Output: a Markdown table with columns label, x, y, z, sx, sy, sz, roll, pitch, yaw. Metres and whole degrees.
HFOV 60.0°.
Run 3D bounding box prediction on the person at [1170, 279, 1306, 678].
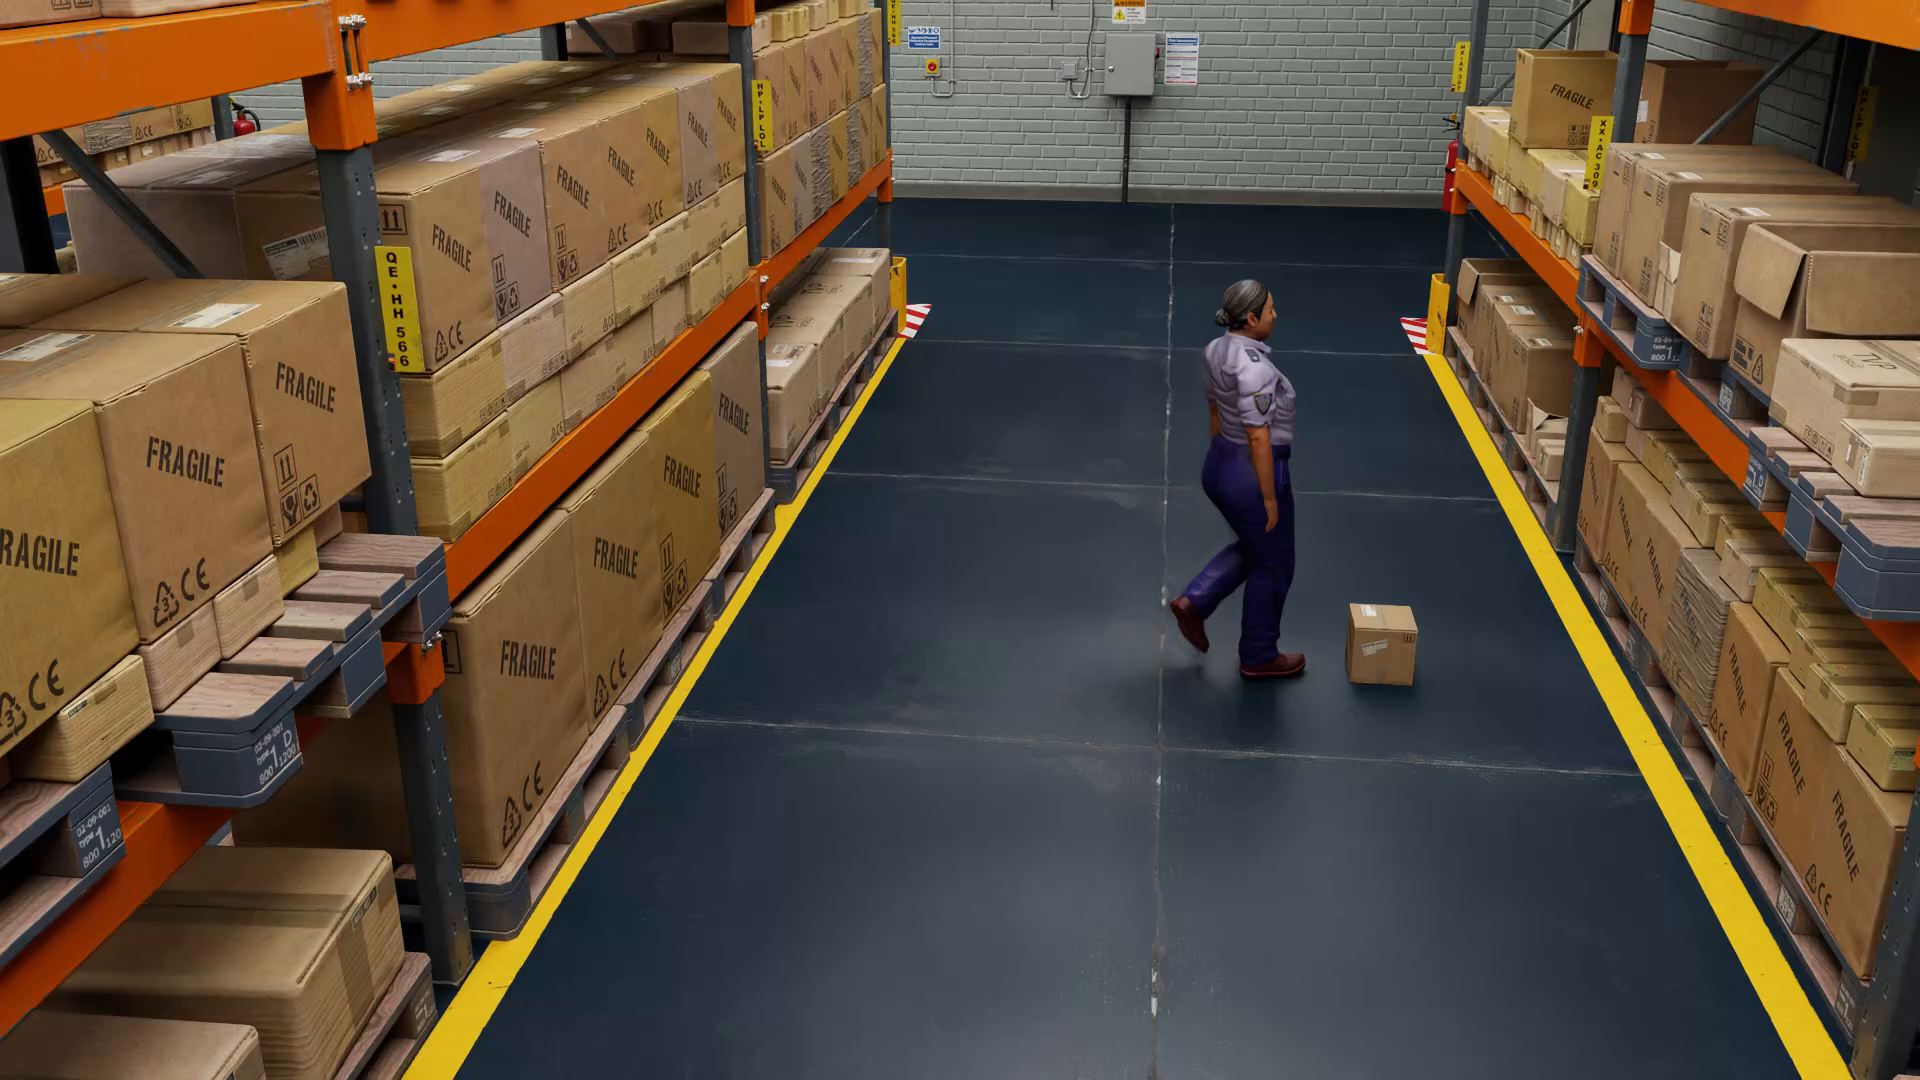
| label | x | y | z | sx | sy | sz | roll | pitch | yaw |
| --- | --- | --- | --- | --- | --- | --- | --- | --- | --- |
| person | 1.166 | -0.239 | 6.677 | 0.522 | 1.635 | 0.499 | -6 | 22 | -15 |
